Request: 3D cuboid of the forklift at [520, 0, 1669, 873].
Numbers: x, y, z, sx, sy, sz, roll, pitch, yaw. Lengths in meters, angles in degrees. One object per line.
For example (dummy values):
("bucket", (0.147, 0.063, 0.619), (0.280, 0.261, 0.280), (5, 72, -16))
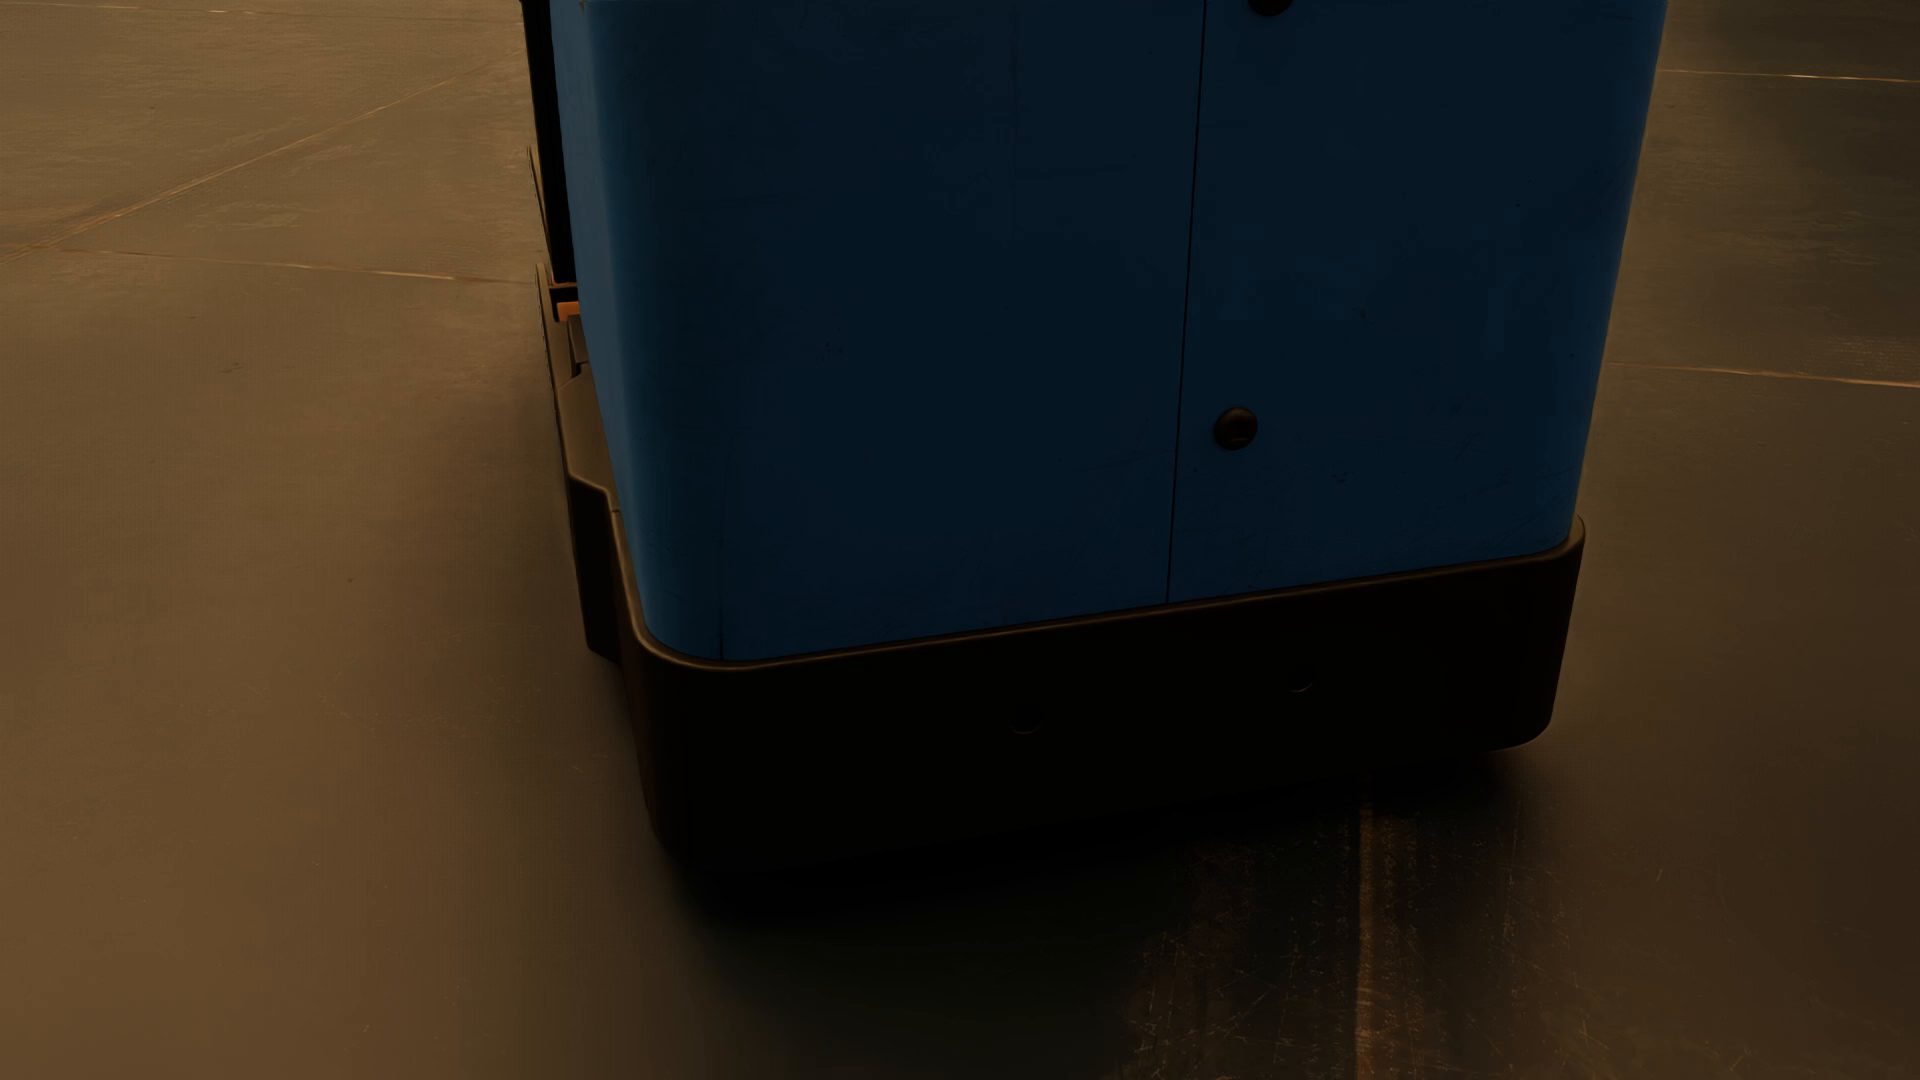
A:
("forklift", (-0.187, -1.617, 2.452), (1.130, 2.935, 3.031), (-7, 28, -14))
